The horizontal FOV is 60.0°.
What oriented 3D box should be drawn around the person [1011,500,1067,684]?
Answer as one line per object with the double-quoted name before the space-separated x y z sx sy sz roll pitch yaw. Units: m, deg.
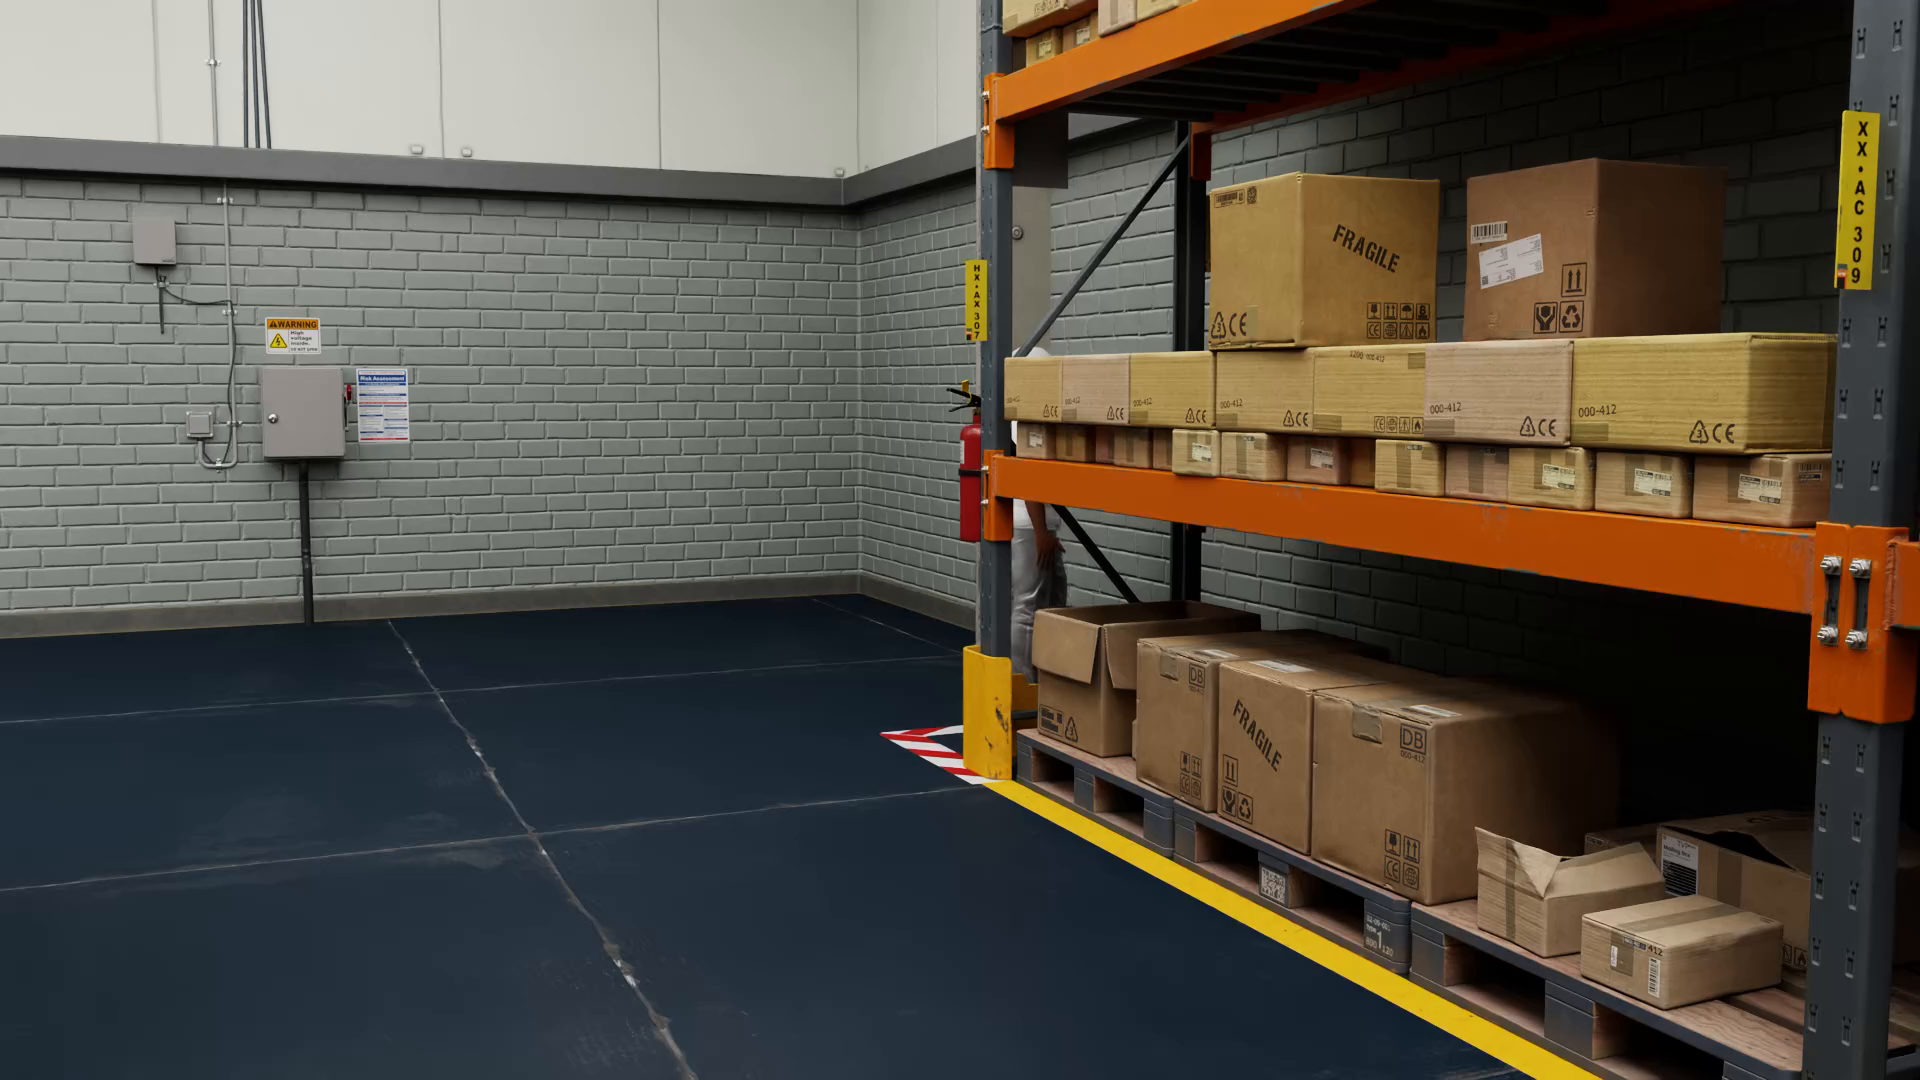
"person" 0.375 -0.066 8.081 0.346 1.668 0.618 0 5 -5
